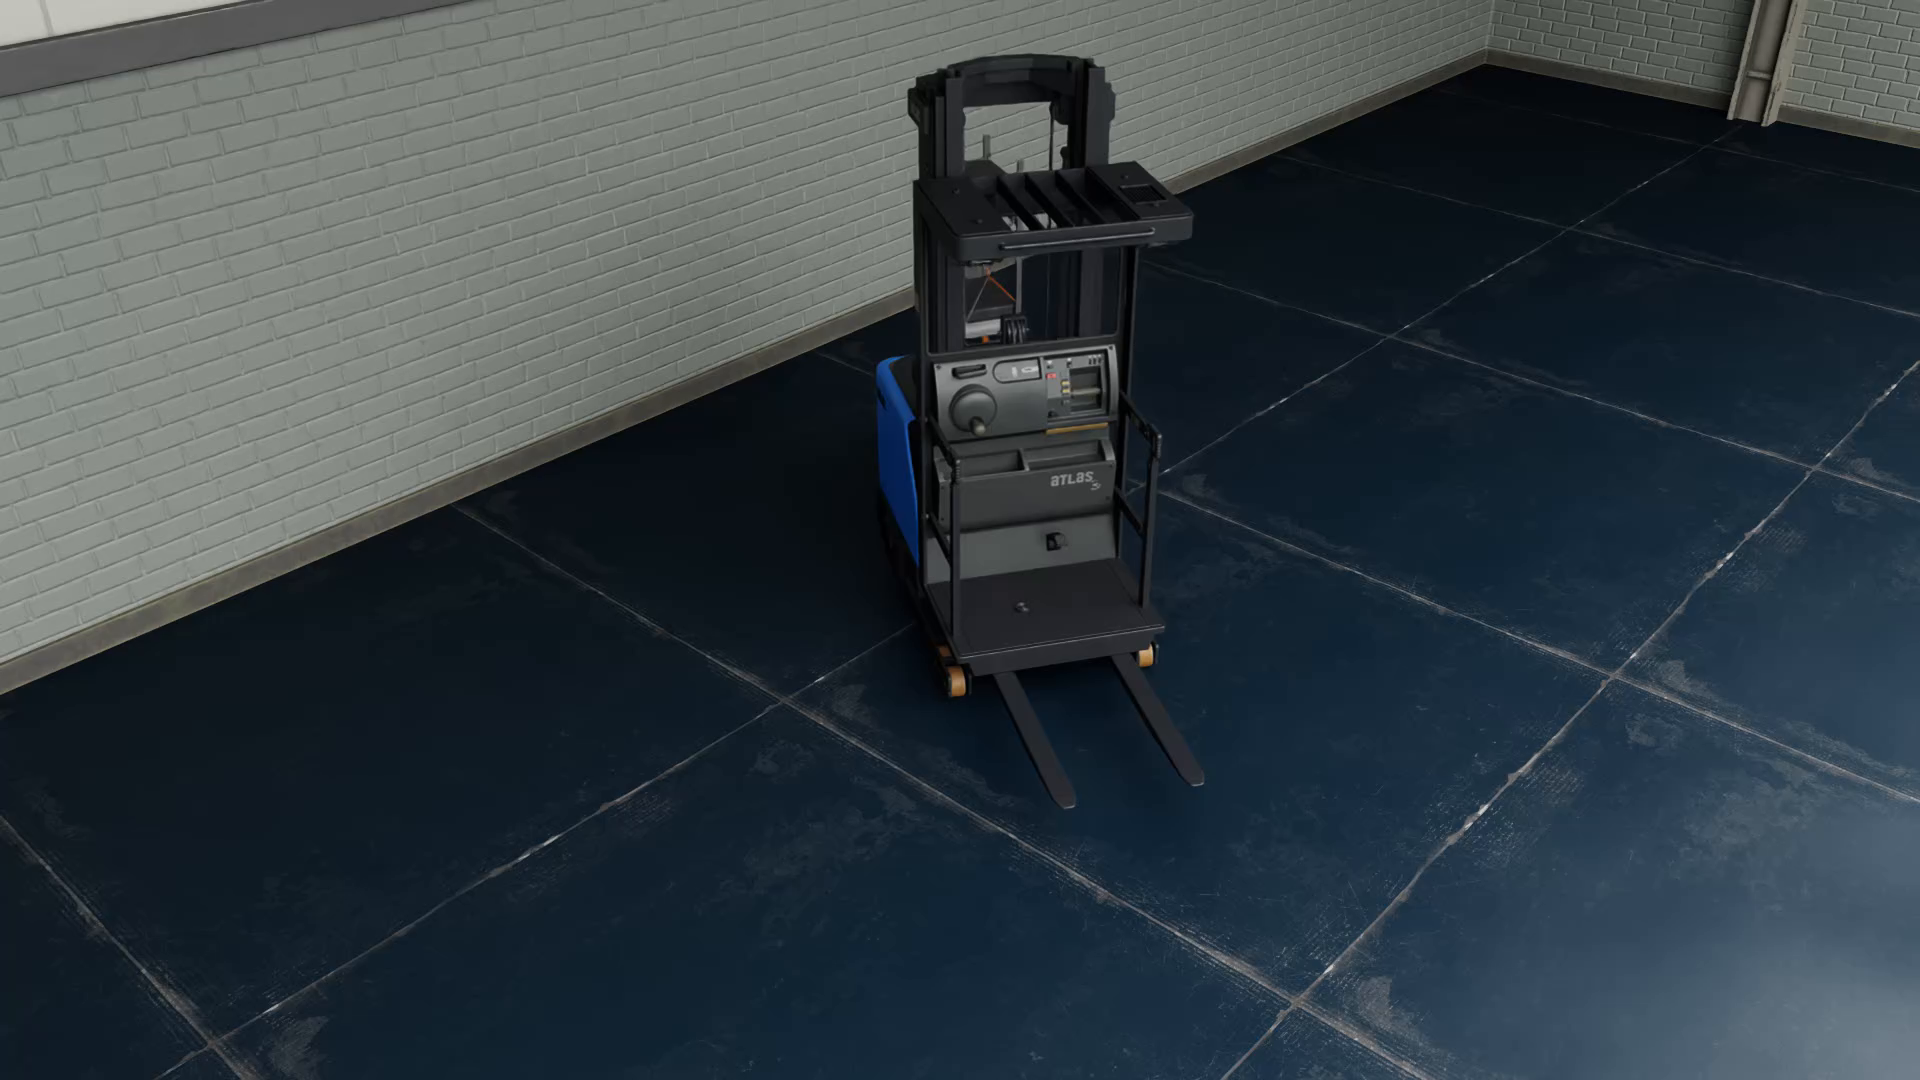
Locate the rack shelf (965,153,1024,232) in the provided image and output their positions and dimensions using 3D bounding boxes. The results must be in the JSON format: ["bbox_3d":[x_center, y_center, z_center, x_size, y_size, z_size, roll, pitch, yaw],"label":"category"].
[{"bbox_3d":[0.070,-1.835,9.376,0.431,0.518,0.480,-11,33,-18],"label":"rack shelf"}]

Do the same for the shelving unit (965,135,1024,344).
[{"bbox_3d":[0.070,-1.247,9.730,0.431,2.100,0.503,-11,33,-18],"label":"shelving unit"}]

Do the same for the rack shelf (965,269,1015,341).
[{"bbox_3d":[0.070,-1.235,9.737,0.431,0.518,0.480,-11,33,-18],"label":"rack shelf"}]

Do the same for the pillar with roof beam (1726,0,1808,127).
[{"bbox_3d":[5.073,-6.441,11.669,0.400,9.000,9.100,25,39,35],"label":"pillar with roof beam"}]

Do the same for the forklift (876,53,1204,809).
[{"bbox_3d":[0.385,-0.684,7.988,1.130,2.935,3.031,-8,32,-13],"label":"forklift"}]

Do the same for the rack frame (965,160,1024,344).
[{"bbox_3d":[0.159,-1.130,9.535,0.400,2.100,0.015,-11,33,-18],"label":"rack frame"}]

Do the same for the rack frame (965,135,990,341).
[{"bbox_3d":[-0.019,-1.364,9.925,0.400,2.100,0.015,-11,33,-18],"label":"rack frame"}]
